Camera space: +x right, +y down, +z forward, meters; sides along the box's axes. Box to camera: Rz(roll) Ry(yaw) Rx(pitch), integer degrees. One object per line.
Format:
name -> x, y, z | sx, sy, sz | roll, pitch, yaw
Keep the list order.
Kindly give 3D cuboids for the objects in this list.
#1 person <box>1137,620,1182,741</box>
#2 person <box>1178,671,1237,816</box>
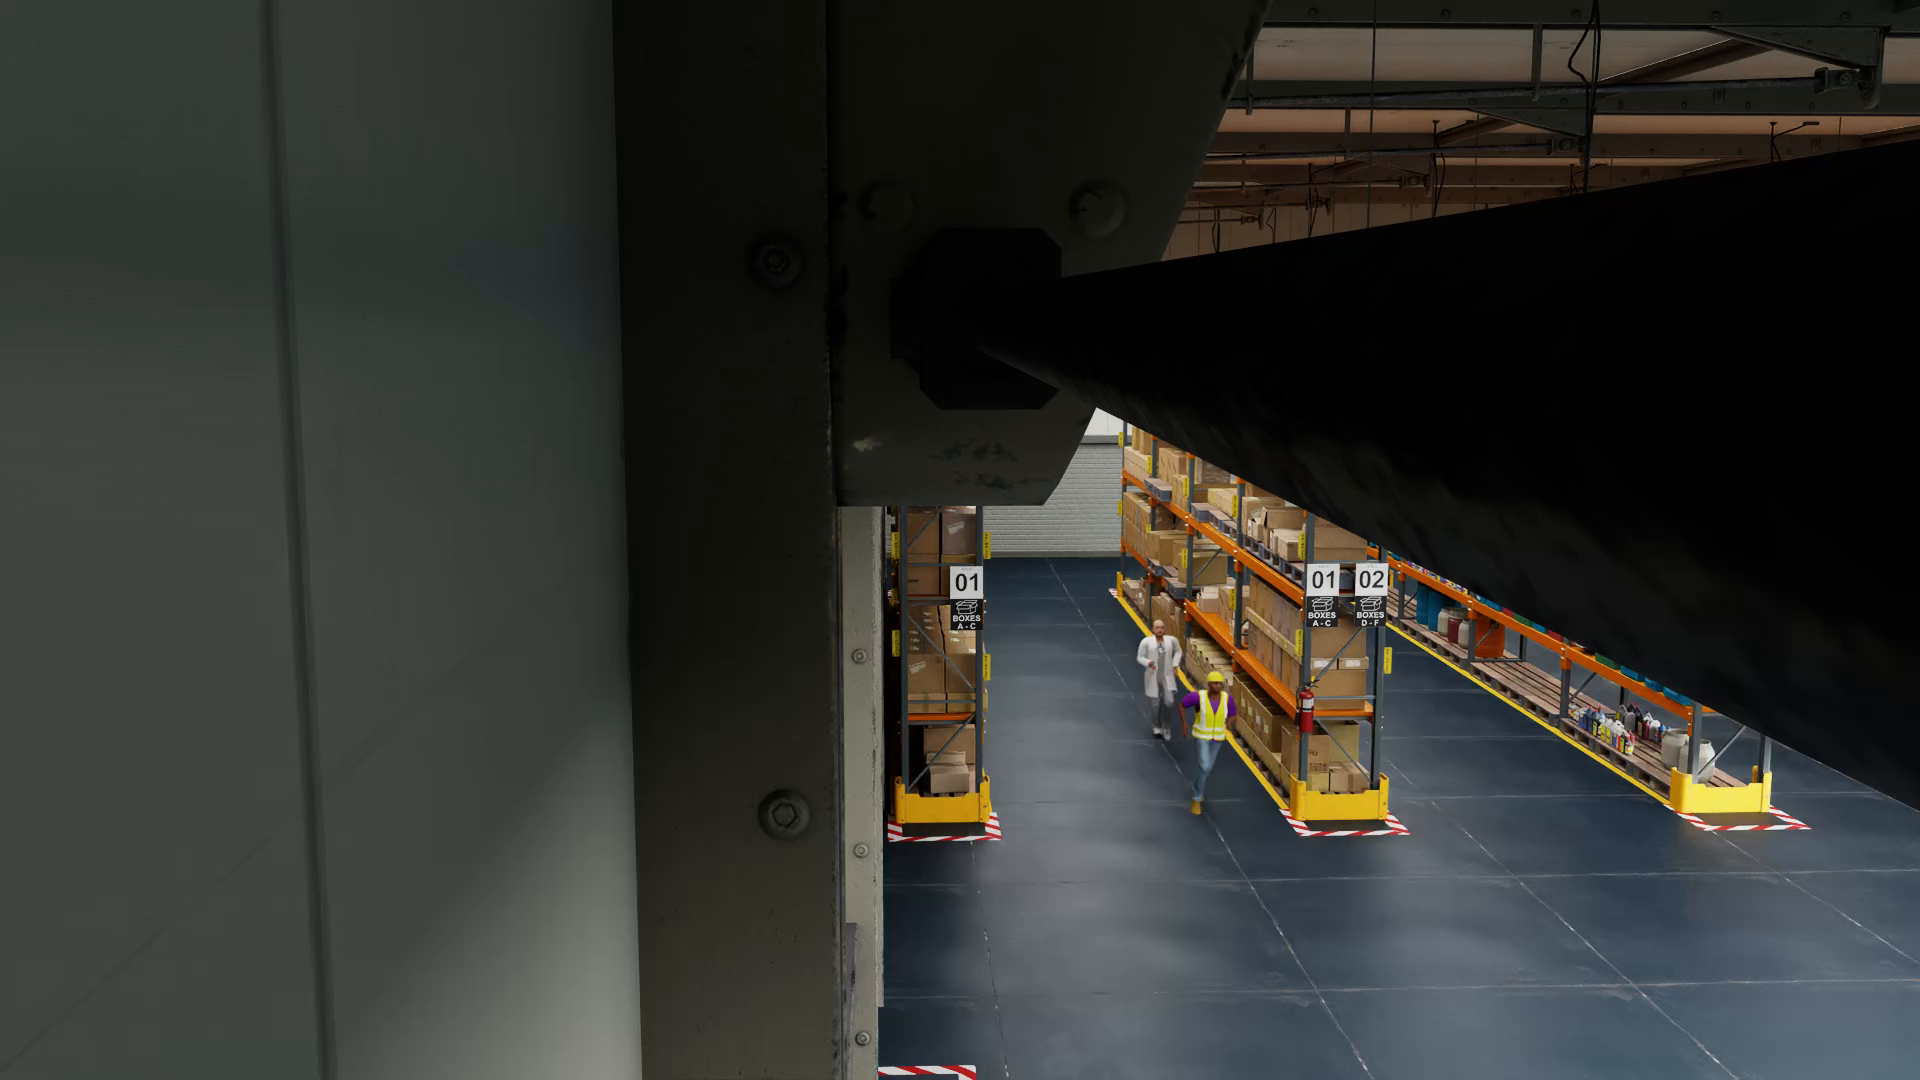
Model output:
person -> 2.926, 2.058, 24.320 | 0.681, 1.796, 0.772 | 0, 8, 2
person -> 3.154, 2.532, 21.057 | 0.696, 1.803, 0.771 | -2, 8, -15
